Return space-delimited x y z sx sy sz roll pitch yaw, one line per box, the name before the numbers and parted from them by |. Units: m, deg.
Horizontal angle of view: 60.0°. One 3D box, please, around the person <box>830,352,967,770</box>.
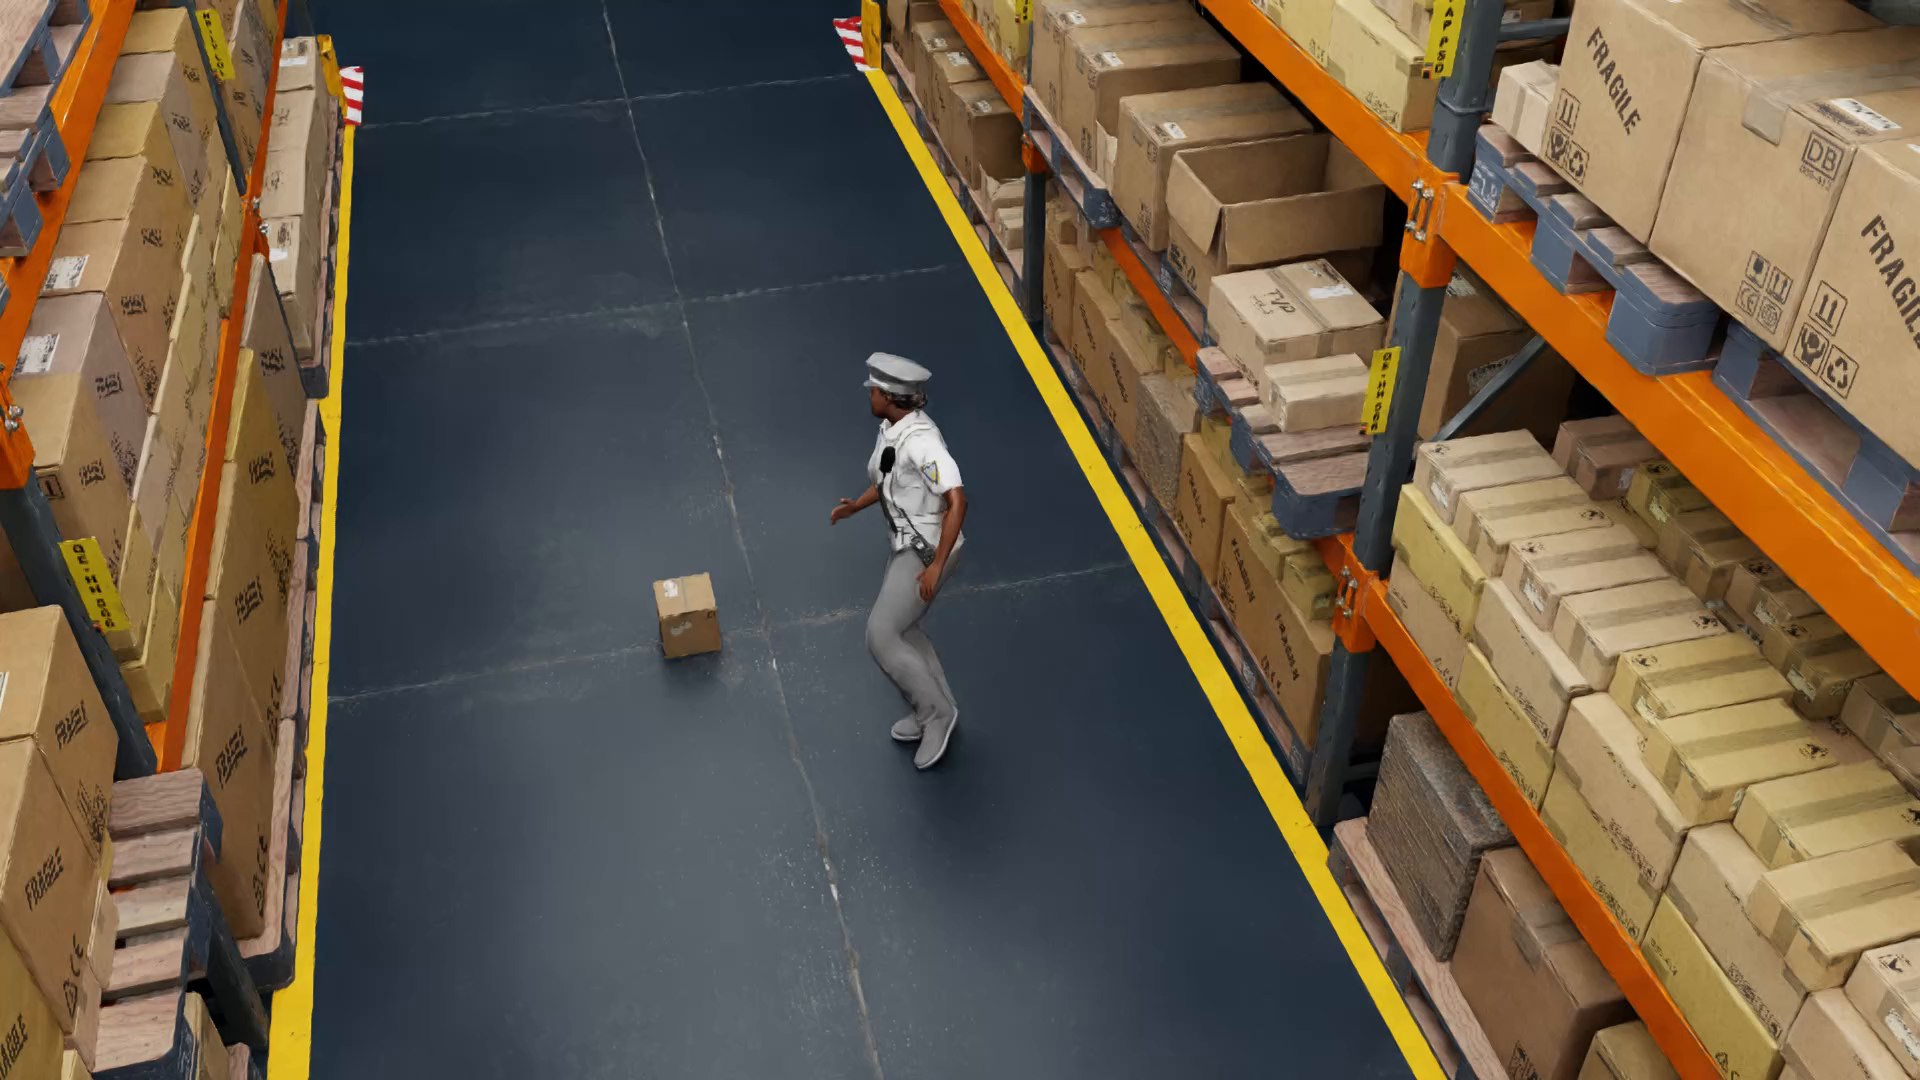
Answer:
person | -0.233 0.094 6.683 0.544 1.542 0.864 -8 39 -11
